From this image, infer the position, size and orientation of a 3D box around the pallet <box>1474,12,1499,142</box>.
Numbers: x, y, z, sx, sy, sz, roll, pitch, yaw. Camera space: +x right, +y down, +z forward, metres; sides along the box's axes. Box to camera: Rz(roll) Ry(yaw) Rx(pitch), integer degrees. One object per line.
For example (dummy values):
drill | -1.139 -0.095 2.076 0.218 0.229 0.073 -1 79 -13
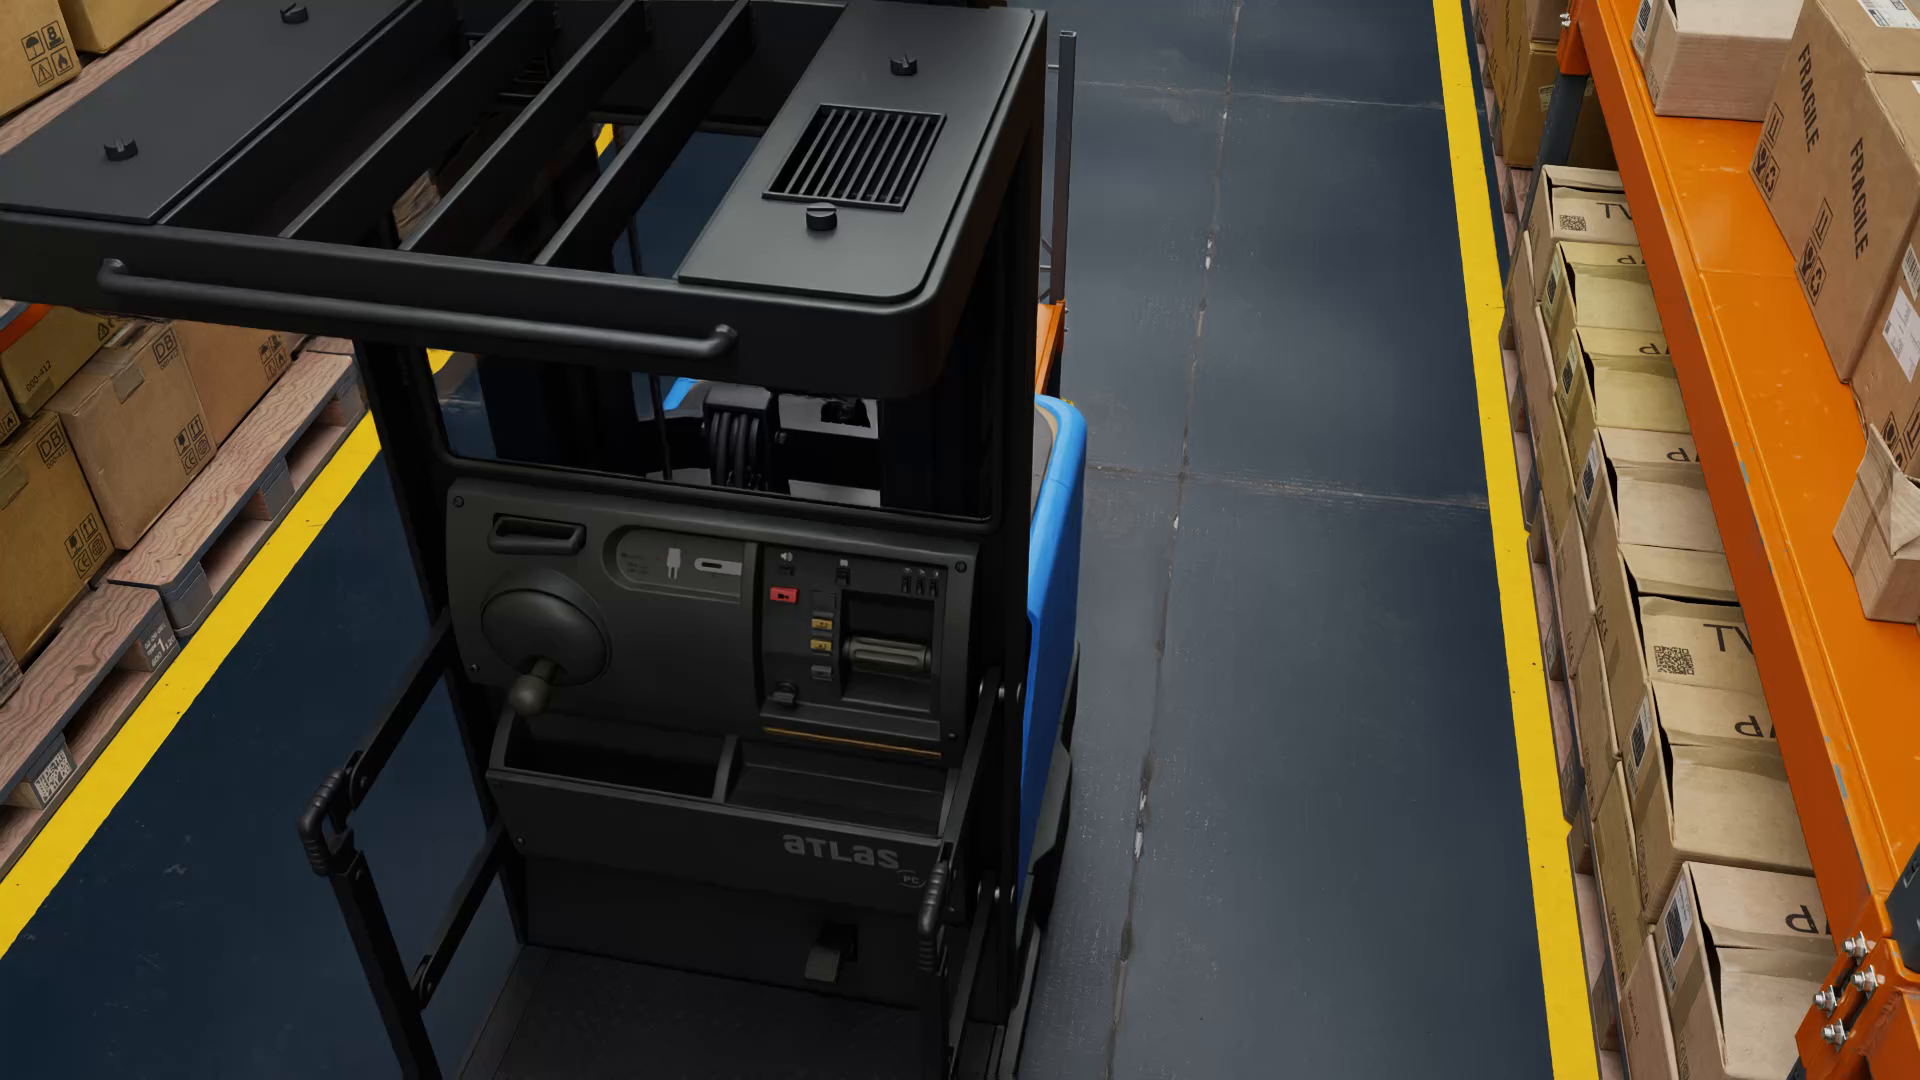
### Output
pallet | 2.949 -2.159 7.696 1.003 0.211 1.213 6 40 8

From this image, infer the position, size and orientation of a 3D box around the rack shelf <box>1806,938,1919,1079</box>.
rack shelf | 1.531 2.037 0.997 1.077 0.370 4.000 6 40 8

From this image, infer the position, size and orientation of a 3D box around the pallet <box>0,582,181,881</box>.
pallet | -2.870 0.546 4.424 1.003 0.211 1.213 6 40 8

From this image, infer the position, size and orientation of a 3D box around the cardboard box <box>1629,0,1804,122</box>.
cardboard box | 2.223 -1.432 4.698 0.500 0.311 0.500 6 40 7

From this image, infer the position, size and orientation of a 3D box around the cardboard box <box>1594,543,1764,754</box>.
cardboard box | 1.837 0.260 3.970 0.500 0.311 0.500 6 40 8

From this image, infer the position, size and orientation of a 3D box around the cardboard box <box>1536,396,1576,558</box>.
cardboard box | 2.019 -0.169 4.929 0.500 0.250 0.500 5 40 6

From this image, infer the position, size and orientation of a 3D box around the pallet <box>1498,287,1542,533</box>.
pallet | 2.388 -0.419 5.591 1.003 0.211 1.213 6 40 8

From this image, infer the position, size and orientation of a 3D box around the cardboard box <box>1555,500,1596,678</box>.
cardboard box | 1.930 0.152 4.540 0.500 0.250 0.500 7 40 9

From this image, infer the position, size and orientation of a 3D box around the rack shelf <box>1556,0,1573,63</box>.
rack shelf | 2.915 -2.984 7.070 1.077 0.370 4.000 6 40 8

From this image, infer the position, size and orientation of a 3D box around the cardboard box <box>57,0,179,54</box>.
cardboard box | -2.576 -1.678 4.501 0.700 0.500 0.500 6 40 8

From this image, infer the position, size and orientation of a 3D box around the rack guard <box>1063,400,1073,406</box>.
rack guard | 0.073 -0.361 5.491 0.587 0.250 0.087 6 40 8

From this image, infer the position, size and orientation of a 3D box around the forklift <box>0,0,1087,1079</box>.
forklift | -0.475 0.218 2.686 1.130 2.935 3.031 7 40 9

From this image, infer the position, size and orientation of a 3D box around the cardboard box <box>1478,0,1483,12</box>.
cardboard box | 2.762 -2.797 7.896 0.500 0.500 0.500 7 40 8

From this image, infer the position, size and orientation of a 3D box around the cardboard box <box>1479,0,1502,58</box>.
cardboard box | 2.674 -2.480 7.512 0.500 0.500 0.500 5 40 6

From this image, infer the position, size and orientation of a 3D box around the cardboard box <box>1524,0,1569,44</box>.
cardboard box | 2.505 -2.150 6.524 0.500 0.250 0.500 8 40 9

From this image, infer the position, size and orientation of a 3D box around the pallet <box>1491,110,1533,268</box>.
pallet | 2.735 -1.396 6.773 1.003 0.211 1.213 6 40 8

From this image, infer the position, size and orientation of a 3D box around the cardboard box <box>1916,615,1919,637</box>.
cardboard box | 1.919 0.248 2.713 0.500 0.250 0.500 9 40 10

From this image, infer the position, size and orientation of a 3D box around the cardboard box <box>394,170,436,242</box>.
cardboard box | -2.384 -1.299 6.083 0.700 0.500 0.500 7 40 8

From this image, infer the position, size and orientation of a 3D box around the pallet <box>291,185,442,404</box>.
pallet | -2.447 -0.985 6.276 1.003 0.211 1.213 6 40 8

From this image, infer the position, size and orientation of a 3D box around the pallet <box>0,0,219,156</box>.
pallet | -2.613 -1.229 4.533 1.003 0.211 1.213 6 40 8

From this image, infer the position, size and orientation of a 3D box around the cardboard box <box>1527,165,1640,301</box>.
cardboard box | 2.189 -1.028 5.528 0.500 0.311 0.500 8 40 9

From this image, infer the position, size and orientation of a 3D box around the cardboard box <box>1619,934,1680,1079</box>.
cardboard box | 1.663 1.110 3.382 0.500 0.250 0.500 6 40 7

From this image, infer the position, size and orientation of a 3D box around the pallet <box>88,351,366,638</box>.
pallet | -2.661 -0.222 5.352 1.003 0.211 1.213 6 40 8

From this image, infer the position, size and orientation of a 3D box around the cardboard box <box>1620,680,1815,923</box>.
cardboard box | 1.748 0.573 3.591 0.500 0.311 0.500 7 40 9

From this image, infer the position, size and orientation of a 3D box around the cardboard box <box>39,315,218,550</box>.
cardboard box | -2.724 -0.355 4.942 0.700 0.500 0.500 7 40 8

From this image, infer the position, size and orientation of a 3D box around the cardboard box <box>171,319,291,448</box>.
cardboard box | -2.646 -0.673 5.327 0.700 0.500 0.500 6 40 7

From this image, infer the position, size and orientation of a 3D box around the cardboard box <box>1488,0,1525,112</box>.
cardboard box | 2.589 -2.150 7.113 0.500 0.500 0.500 5 40 6

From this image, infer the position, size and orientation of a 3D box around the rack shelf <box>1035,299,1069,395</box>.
rack shelf | -0.015 -0.386 4.822 0.538 0.185 1.000 6 40 8

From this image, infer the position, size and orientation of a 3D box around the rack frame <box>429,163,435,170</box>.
rack frame | -2.311 -2.550 5.980 1.000 3.000 0.127 6 40 8

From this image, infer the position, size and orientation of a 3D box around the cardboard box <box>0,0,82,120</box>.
cardboard box | -2.694 -1.330 4.081 0.700 0.500 0.500 12 41 14

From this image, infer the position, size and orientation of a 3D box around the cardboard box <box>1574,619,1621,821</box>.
cardboard box | 1.840 0.472 4.154 0.500 0.250 0.500 7 40 9

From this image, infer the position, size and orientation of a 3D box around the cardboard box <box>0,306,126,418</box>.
cardboard box | -2.733 -0.602 4.652 0.500 0.250 0.500 5 40 6

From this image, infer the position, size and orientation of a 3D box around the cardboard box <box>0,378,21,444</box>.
cardboard box | -2.819 -0.275 4.257 0.500 0.250 0.500 6 40 7

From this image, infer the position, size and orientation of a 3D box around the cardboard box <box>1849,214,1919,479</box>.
cardboard box | 2.117 -0.345 3.235 0.500 0.500 0.500 9 40 11

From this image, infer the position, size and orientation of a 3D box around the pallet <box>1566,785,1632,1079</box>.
pallet | 1.966 1.112 3.739 1.003 0.211 1.213 6 40 8

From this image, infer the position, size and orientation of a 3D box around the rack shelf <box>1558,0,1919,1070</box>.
rack shelf | 2.223 -0.474 4.033 1.077 0.370 4.000 6 40 8

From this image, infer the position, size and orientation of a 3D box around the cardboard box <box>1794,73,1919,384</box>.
cardboard box | 2.204 -0.659 3.615 0.500 0.500 0.500 6 40 8

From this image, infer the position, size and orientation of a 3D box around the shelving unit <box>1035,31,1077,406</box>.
shelving unit | -0.013 -0.530 4.714 0.587 1.500 1.083 6 40 8

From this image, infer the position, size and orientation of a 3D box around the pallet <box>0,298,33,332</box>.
pallet | -2.727 -0.429 3.566 1.003 0.211 1.213 6 40 8

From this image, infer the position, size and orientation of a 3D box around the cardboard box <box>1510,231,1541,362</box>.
cardboard box | 2.189 -0.812 5.706 0.500 0.250 0.500 6 40 8

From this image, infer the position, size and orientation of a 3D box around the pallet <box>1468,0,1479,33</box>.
pallet | 3.158 -2.927 8.625 1.003 0.211 1.213 6 40 8

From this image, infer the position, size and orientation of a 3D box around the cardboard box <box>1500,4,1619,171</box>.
cardboard box | 2.500 -1.825 6.720 0.500 0.500 0.500 8 40 9

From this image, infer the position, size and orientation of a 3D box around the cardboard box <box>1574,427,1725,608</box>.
cardboard box | 1.928 -0.055 4.351 0.500 0.311 0.500 6 40 7

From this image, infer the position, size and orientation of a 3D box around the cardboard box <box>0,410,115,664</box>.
cardboard box | -2.852 -0.039 4.560 0.700 0.500 0.500 6 40 7

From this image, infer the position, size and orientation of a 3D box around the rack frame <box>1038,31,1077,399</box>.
rack frame | 0.073 -0.844 5.093 0.500 1.500 0.032 6 40 8

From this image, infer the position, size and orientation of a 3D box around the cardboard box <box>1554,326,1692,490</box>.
cardboard box | 2.016 -0.378 4.741 0.500 0.311 0.500 5 40 6

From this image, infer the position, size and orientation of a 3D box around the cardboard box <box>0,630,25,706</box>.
cardboard box | -2.892 0.290 4.161 0.700 0.500 0.500 8 40 9

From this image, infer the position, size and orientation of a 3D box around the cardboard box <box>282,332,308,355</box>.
cardboard box | -2.588 -0.988 5.708 0.700 0.500 0.500 6 40 8

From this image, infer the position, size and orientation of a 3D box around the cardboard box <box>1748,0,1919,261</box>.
cardboard box | 2.295 -0.990 4.015 0.500 0.500 0.500 4 40 5

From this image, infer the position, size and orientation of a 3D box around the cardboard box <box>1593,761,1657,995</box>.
cardboard box | 1.752 0.793 3.766 0.500 0.250 0.500 6 40 7

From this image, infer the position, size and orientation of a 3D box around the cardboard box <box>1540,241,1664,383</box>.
cardboard box | 2.106 -0.697 5.128 0.500 0.311 0.500 5 40 7

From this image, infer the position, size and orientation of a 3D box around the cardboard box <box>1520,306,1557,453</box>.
cardboard box | 2.103 -0.496 5.325 0.500 0.250 0.500 5 40 6

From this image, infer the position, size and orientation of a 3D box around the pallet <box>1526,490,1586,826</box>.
pallet | 2.175 0.344 4.668 1.003 0.211 1.213 6 40 8

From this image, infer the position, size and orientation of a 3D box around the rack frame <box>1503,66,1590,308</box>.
rack frame | 2.569 -2.006 5.322 1.000 3.000 0.127 6 40 8

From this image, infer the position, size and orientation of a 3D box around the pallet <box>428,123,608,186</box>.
pallet | -2.100 -1.962 7.457 1.003 0.211 1.213 6 40 8

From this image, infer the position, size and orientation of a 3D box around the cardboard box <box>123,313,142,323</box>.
cardboard box | -2.628 -0.913 5.029 0.500 0.250 0.500 6 40 7

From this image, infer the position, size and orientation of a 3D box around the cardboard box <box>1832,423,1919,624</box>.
cardboard box | 1.848 -0.016 3.021 0.396 0.266 0.258 5 40 7

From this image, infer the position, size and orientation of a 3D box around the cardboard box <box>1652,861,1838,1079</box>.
cardboard box | 1.664 0.900 3.195 0.500 0.311 0.500 6 40 8
